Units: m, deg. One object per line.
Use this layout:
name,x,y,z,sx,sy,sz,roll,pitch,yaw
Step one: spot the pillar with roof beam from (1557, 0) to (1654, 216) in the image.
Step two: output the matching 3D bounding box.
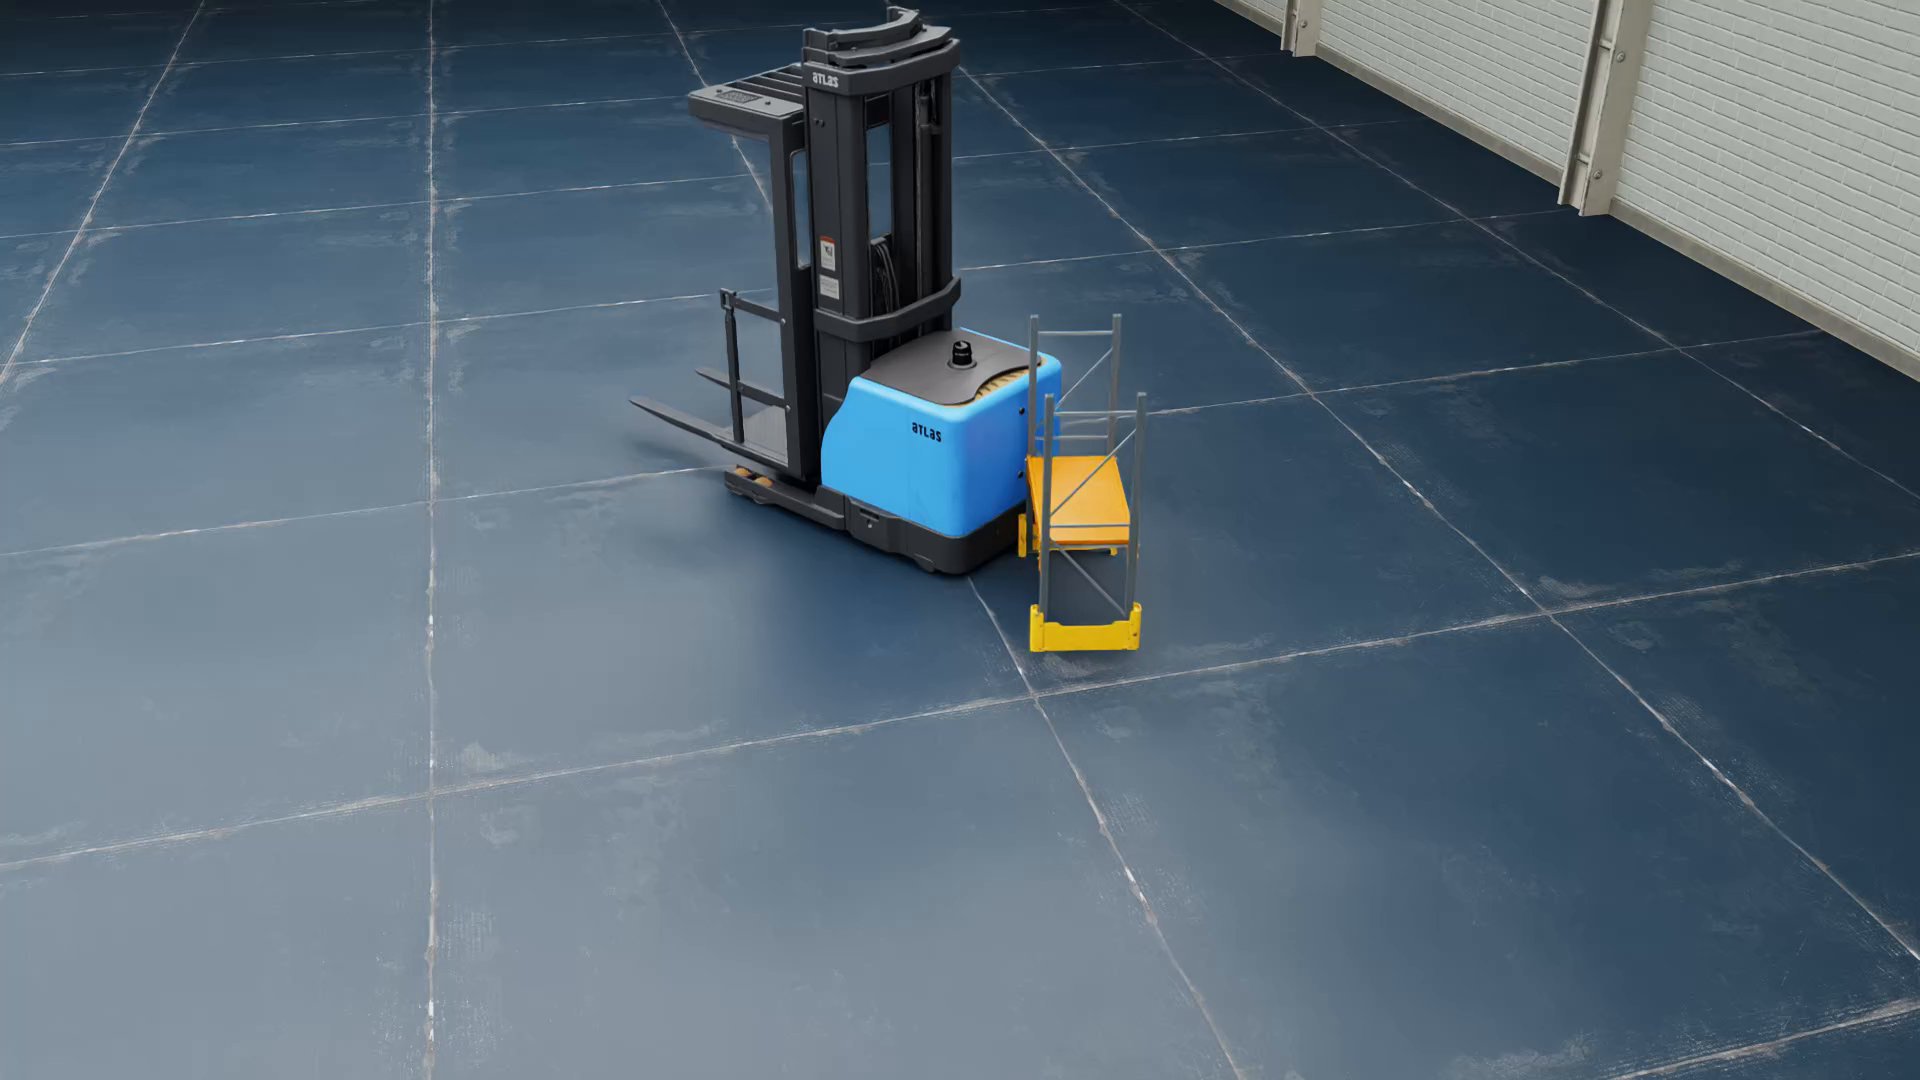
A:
pillar with roof beam,1.568,-6.365,11.995,9.100,9.000,0.400,-8,31,-13

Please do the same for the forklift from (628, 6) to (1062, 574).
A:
forklift,-0.851,-1.674,9.947,3.031,2.935,1.130,22,37,33

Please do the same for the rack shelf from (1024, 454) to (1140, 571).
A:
rack shelf,0.653,-0.170,9.136,0.538,0.185,1.000,-1,30,-2

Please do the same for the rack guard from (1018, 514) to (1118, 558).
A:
rack guard,0.636,-0.029,9.782,0.587,0.250,0.087,-1,30,-2

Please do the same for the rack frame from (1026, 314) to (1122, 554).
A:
rack frame,0.635,-0.580,9.486,0.500,1.500,0.032,-1,30,-2

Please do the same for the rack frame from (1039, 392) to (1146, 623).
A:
rack frame,0.672,-0.071,8.606,0.500,1.500,0.032,-1,30,-2

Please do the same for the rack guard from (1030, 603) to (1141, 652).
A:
rack guard,0.672,0.470,8.920,0.587,0.250,0.087,-1,30,-2

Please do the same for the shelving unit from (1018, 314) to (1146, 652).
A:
shelving unit,0.654,-0.321,9.038,0.587,1.500,1.083,-1,30,-2

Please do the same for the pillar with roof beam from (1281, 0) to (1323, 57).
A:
pillar with roof beam,-0.024,-9.263,17.001,9.100,9.000,0.400,-8,31,-13
